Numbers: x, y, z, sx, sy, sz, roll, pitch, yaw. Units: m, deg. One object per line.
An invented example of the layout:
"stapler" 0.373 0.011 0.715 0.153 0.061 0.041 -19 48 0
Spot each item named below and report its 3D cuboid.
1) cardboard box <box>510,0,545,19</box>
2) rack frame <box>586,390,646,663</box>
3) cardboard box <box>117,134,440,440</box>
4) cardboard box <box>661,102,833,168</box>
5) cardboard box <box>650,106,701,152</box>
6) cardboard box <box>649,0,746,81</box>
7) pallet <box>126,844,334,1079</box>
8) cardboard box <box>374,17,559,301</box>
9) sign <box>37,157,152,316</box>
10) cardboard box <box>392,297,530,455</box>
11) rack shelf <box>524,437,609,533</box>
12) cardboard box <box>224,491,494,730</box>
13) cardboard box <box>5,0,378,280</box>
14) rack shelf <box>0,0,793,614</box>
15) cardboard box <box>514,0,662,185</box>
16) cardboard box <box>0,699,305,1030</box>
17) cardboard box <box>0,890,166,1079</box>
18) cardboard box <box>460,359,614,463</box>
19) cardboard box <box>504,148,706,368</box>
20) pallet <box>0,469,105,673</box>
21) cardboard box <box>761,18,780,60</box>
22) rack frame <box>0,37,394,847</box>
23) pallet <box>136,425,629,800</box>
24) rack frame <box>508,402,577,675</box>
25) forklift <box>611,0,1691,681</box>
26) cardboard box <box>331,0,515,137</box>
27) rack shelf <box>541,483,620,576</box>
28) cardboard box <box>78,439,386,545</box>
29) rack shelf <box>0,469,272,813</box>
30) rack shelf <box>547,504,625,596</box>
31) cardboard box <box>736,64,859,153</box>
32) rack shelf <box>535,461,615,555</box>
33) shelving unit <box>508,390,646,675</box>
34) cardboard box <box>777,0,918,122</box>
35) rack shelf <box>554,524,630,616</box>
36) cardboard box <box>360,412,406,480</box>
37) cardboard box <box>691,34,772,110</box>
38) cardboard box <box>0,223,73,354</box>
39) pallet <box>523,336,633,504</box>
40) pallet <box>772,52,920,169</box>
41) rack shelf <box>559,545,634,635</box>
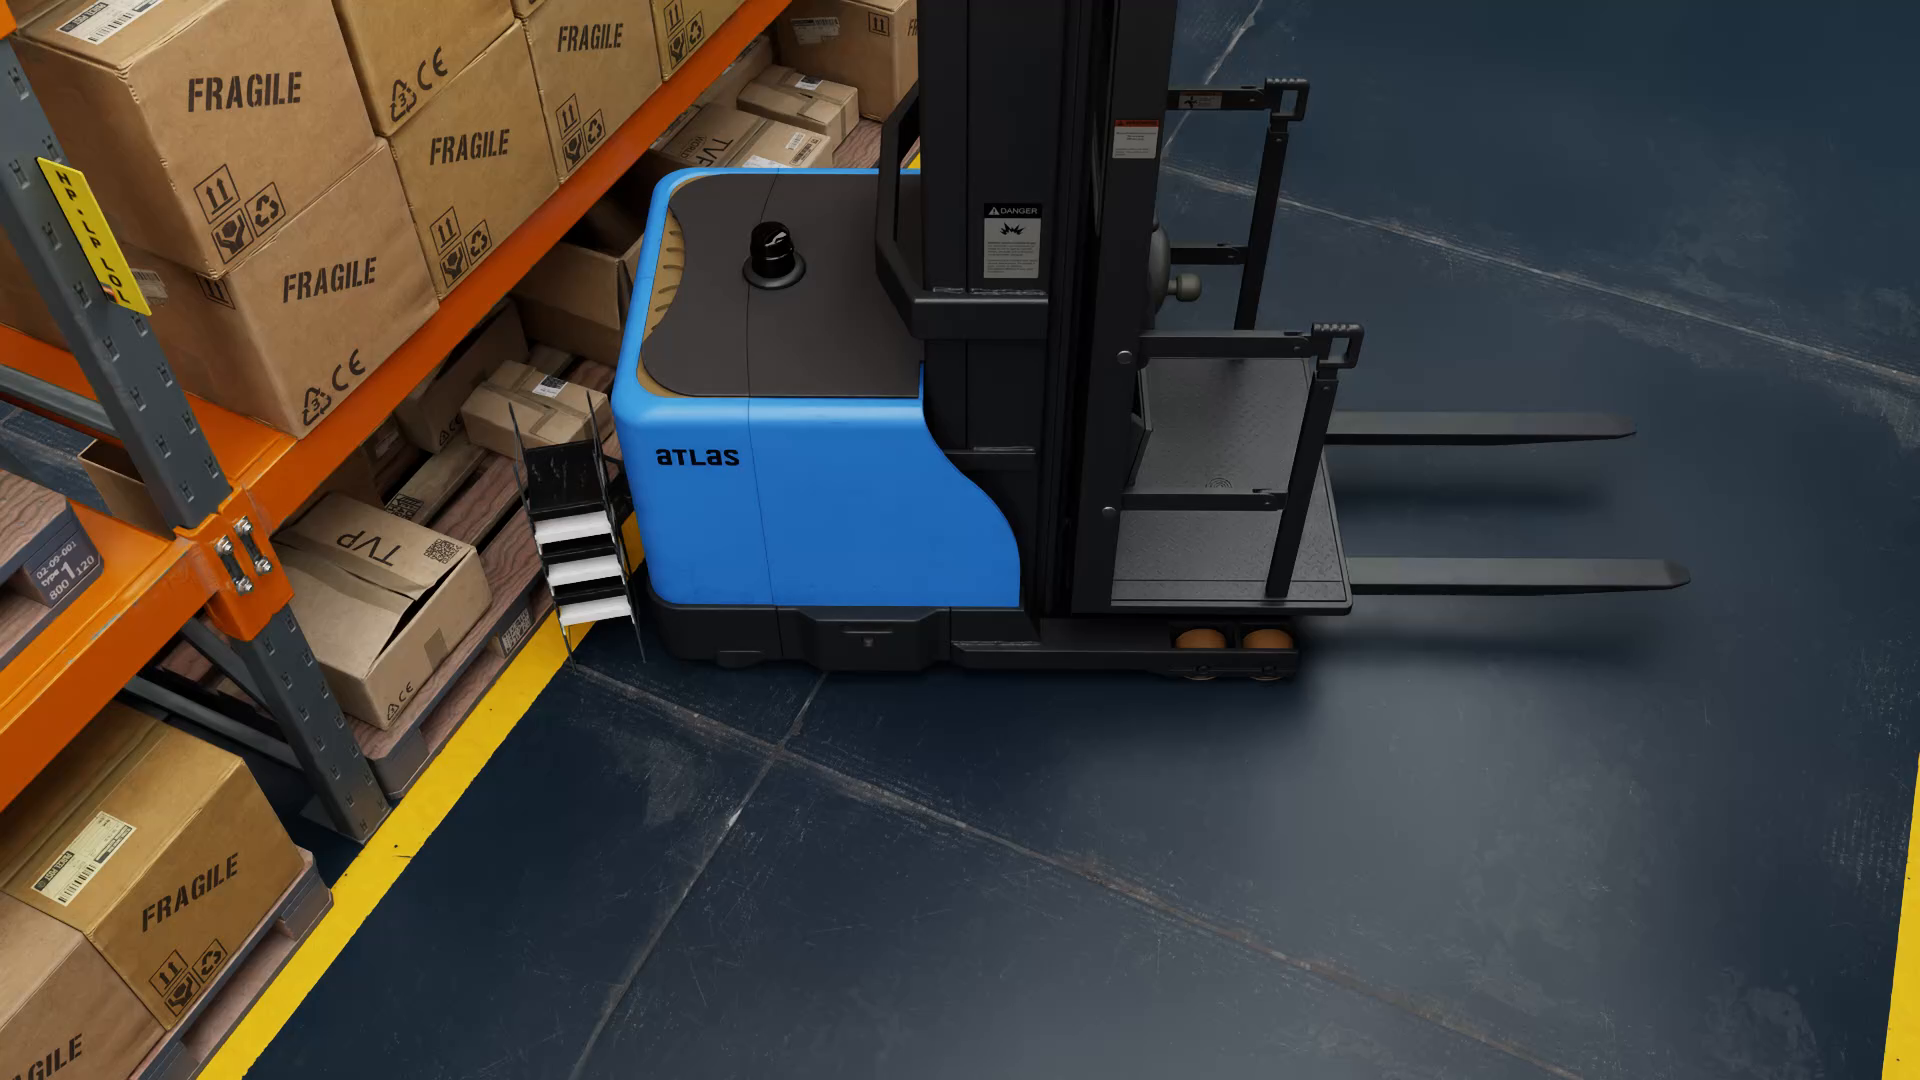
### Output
"cardboard box" -1.154 -1.640 3.953 0.500 0.500 0.500 18 52 15
"rack frame" -0.961 -0.015 4.672 0.006 0.900 0.240 -9 50 -8
"cardboard box" -1.586 -0.636 3.756 0.500 0.500 0.500 21 53 17
"cardboard box" -0.784 -1.248 5.859 0.500 0.250 0.500 20 52 16
"cardboard box" -1.257 -1.376 5.968 0.500 0.250 0.500 20 52 16
"cardboard box" -0.938 -1.684 4.647 0.500 0.500 0.500 19 52 16
"pallet" -2.363 1.135 4.146 1.003 0.211 1.213 20 52 16
"cardboard box" -1.370 -0.989 4.057 0.500 0.500 0.500 21 53 17
"sign" -1.547 -0.538 2.978 0.100 0.325 0.005 20 52 16
"cardboard box" -1.743 -0.613 5.279 0.500 0.311 0.500 20 52 16
"rack shelf" -1.061 -0.152 4.478 0.200 0.077 0.258 -9 50 -8
"cardboard box" -1.675 0.169 4.613 0.500 0.311 0.500 20 52 16
"cardboard box" -1.594 -0.930 3.350 0.500 0.500 0.500 21 53 17
"rack shelf" -1.196 -1.485 5.016 1.077 0.370 4.000 20 52 16
"cardboard box" -1.154 -1.333 4.349 0.500 0.500 0.500 20 52 16
"cardboard box" -2.002 0.760 3.987 0.500 0.500 0.500 20 52 16
"cardboard box" -2.221 1.097 3.699 0.500 0.500 0.500 20 52 16
"cardboard box" -1.315 -0.383 5.178 0.380 0.166 0.250 20 52 16
"cardboard box" -1.252 -0.970 5.456 0.797 0.503 0.637 20 52 16
"pallet" -2.490 0.236 3.206 1.003 0.211 1.213 20 52 16
"cardboard box" -0.938 -1.971 6.529 0.380 0.166 0.250 20 52 16
"rack frame" -2.050 -0.341 3.571 1.000 3.000 0.127 20 52 16
"pallet" -1.756 0.090 5.035 1.003 0.211 1.213 20 52 16
"rack frame" -1.160 0.018 4.644 0.006 0.900 0.240 -9 50 -8
"forklift" 0.623 -0.946 4.131 3.031 2.935 1.130 0 50 0
"cardboard box" -1.374 -1.286 3.652 0.500 0.500 0.500 18 52 15
"rack shelf" -1.061 -0.035 4.615 0.200 0.077 0.258 -9 50 -8
"cardboard box" -2.063 -0.158 4.767 0.500 0.500 0.500 20 52 16
"rack shelf" -2.904 1.269 2.673 1.077 0.370 4.000 20 52 16
"rack shelf" -1.061 0.023 4.683 0.200 0.077 0.258 -9 50 -8
"cardboard box" -0.605 -1.616 6.227 0.380 0.166 0.250 20 52 16
"rack shelf" -1.061 -0.094 4.546 0.200 0.077 0.258 -9 50 -8
"shelving unit" -1.061 0.002 4.658 0.210 0.900 0.258 -9 50 -8
"cardboard box" -0.351 -1.973 6.312 0.500 0.500 0.500 20 52 16
"rack shelf" -1.061 0.081 4.752 0.200 0.077 0.258 -9 50 -8
"cardboard box" -1.957 -0.322 5.138 0.380 0.149 0.250 20 52 16
"cardboard box" -1.044 -1.720 6.261 0.500 0.250 0.500 20 52 16
"cardboard box" -2.068 -0.801 3.896 0.500 0.500 0.500 21 53 17
"pallet" -1.236 -0.753 5.752 1.003 0.211 1.213 20 52 16
"pallet" -0.713 -1.590 6.465 1.003 0.211 1.213 20 52 16
"rack shelf" -1.061 0.140 4.820 0.200 0.077 0.258 -9 50 -8
